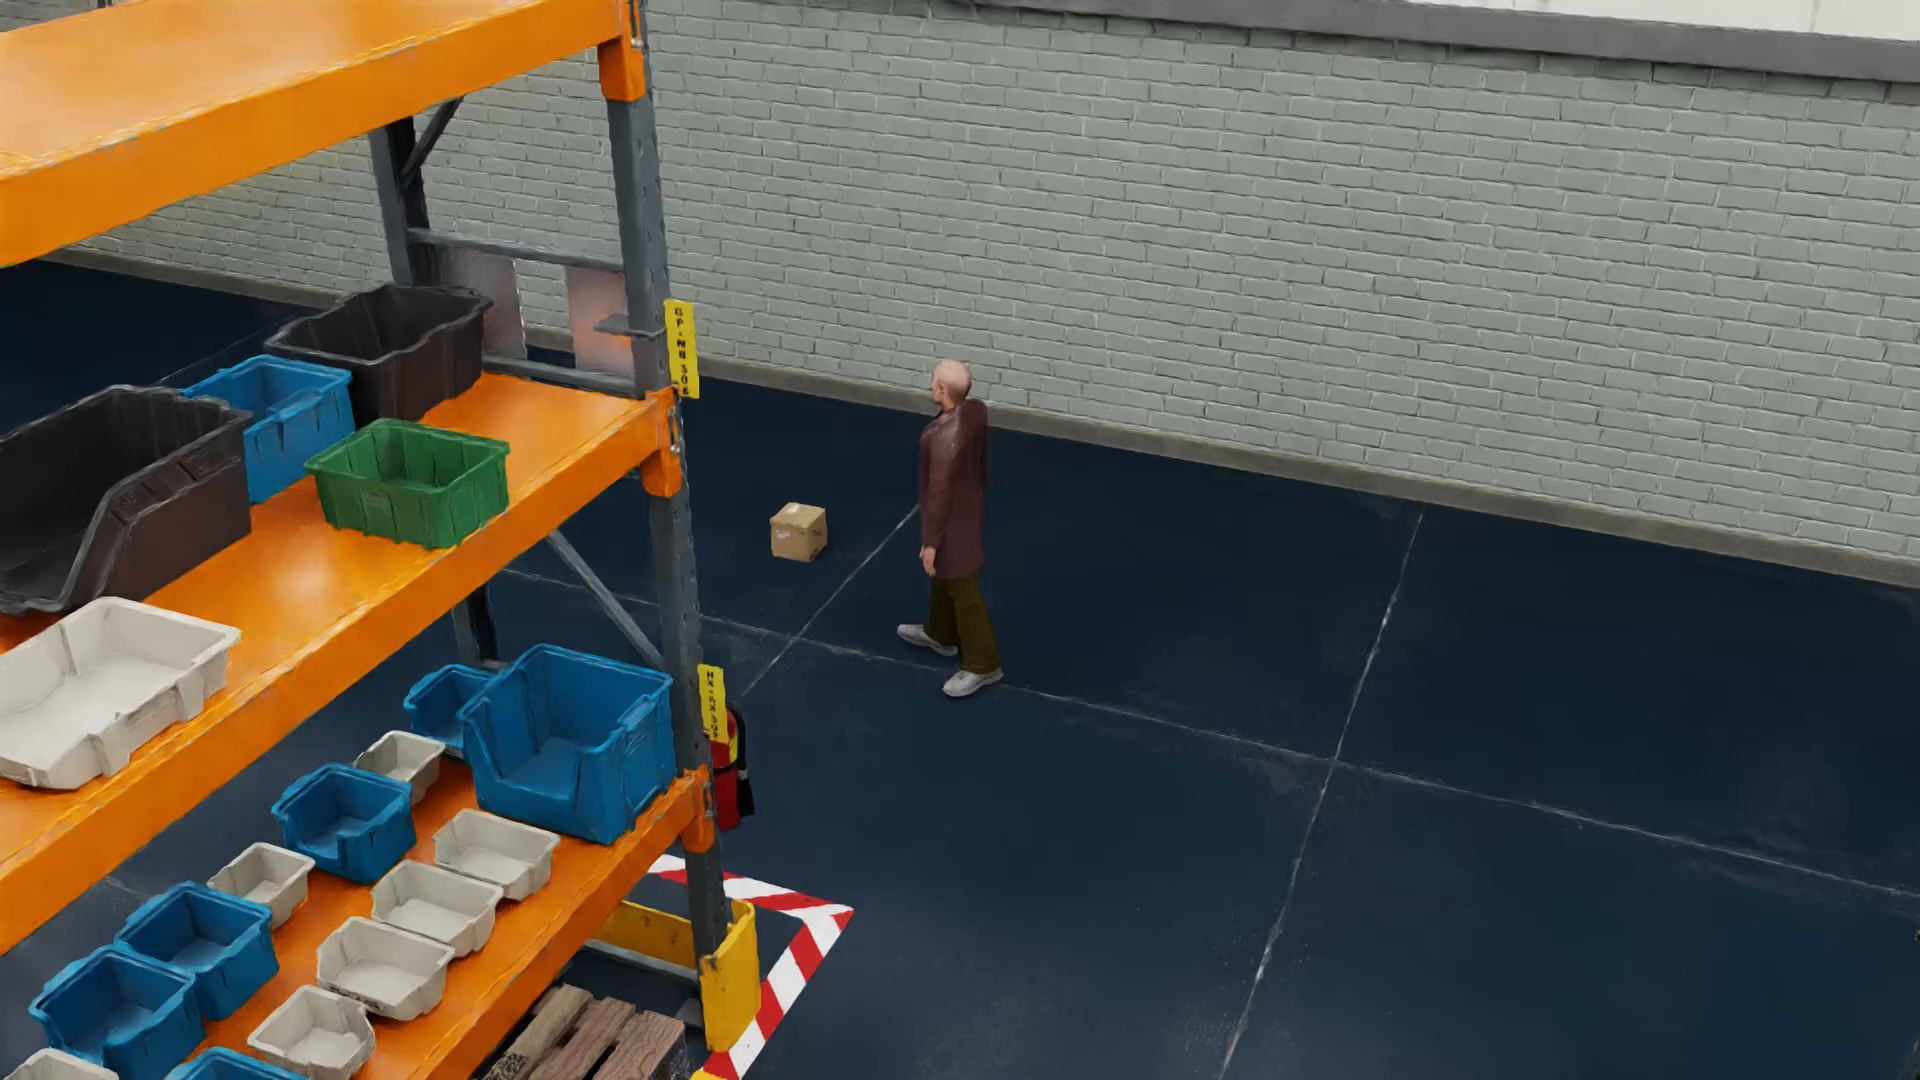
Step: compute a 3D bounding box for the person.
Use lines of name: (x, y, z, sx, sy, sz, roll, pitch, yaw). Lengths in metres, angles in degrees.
person: (-0.056, -0.125, 8.624, 0.682, 1.775, 0.779, 8, 30, 14)
